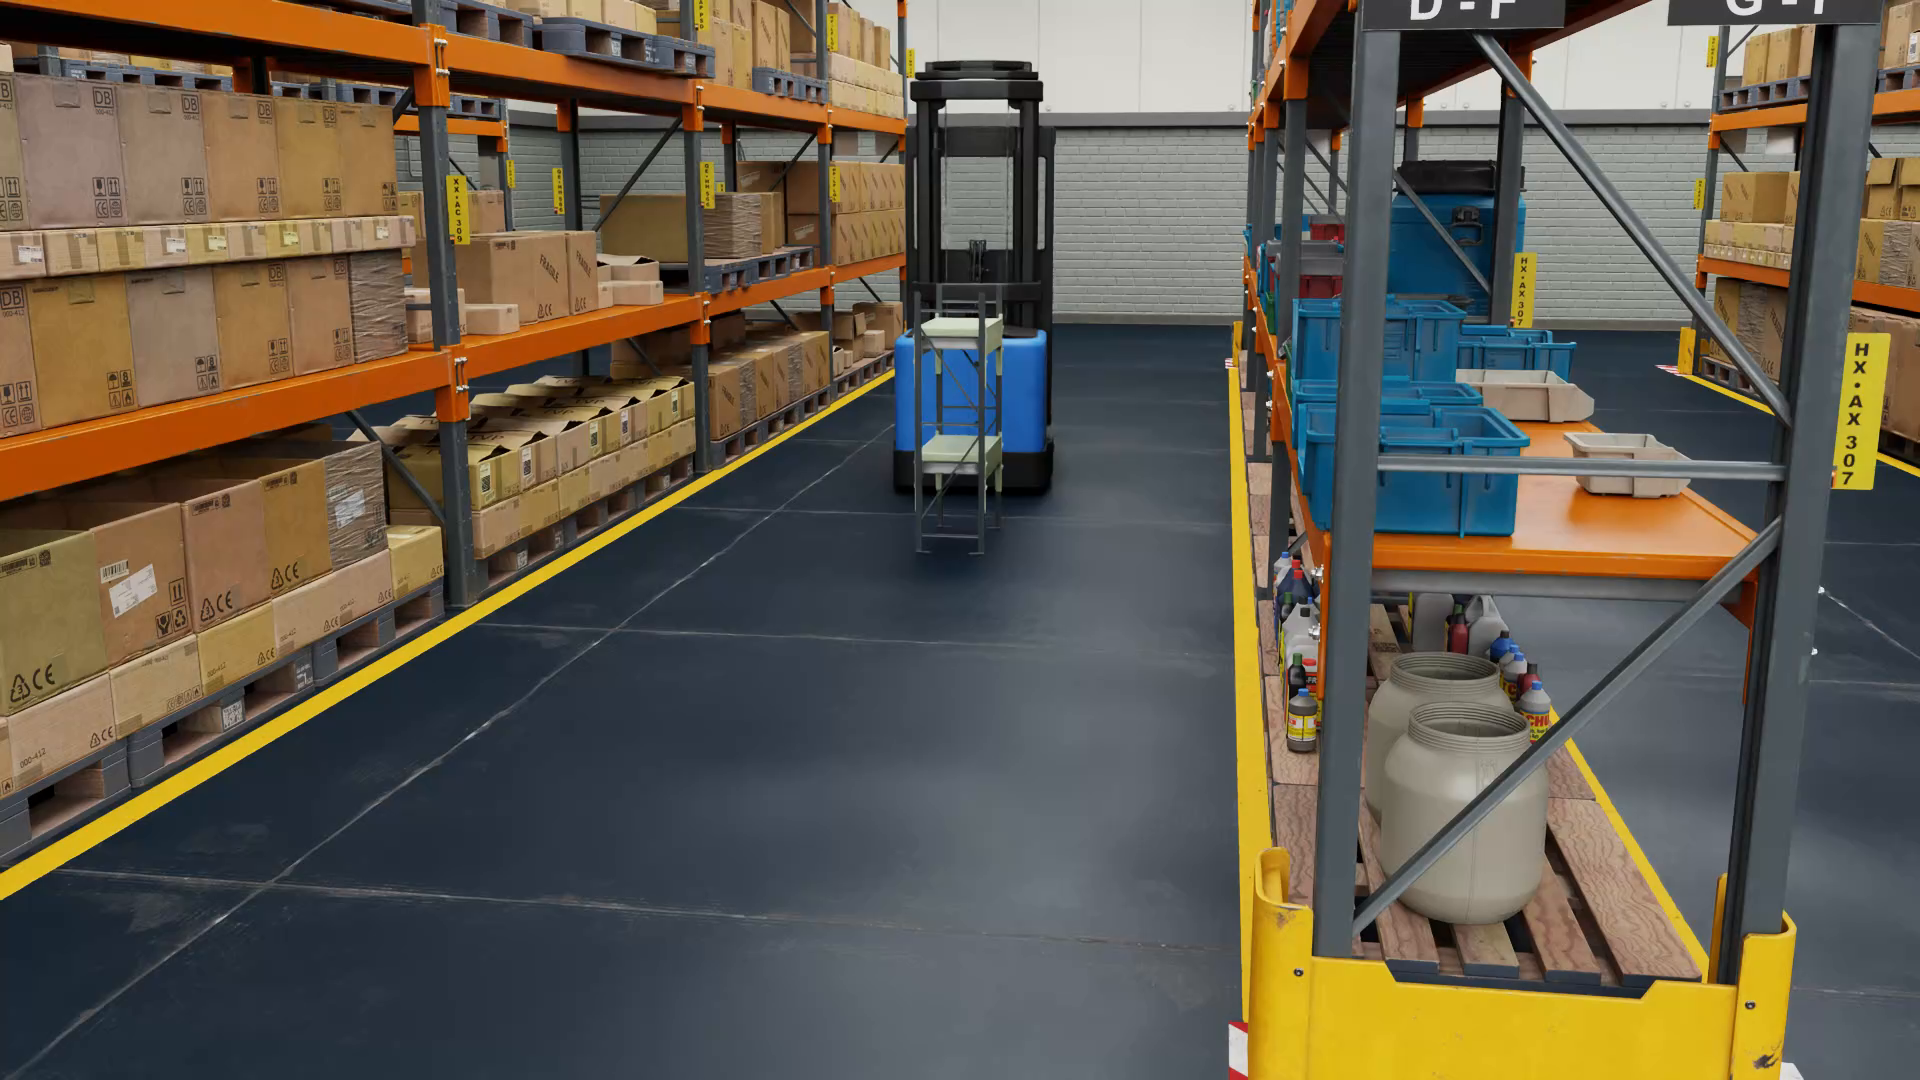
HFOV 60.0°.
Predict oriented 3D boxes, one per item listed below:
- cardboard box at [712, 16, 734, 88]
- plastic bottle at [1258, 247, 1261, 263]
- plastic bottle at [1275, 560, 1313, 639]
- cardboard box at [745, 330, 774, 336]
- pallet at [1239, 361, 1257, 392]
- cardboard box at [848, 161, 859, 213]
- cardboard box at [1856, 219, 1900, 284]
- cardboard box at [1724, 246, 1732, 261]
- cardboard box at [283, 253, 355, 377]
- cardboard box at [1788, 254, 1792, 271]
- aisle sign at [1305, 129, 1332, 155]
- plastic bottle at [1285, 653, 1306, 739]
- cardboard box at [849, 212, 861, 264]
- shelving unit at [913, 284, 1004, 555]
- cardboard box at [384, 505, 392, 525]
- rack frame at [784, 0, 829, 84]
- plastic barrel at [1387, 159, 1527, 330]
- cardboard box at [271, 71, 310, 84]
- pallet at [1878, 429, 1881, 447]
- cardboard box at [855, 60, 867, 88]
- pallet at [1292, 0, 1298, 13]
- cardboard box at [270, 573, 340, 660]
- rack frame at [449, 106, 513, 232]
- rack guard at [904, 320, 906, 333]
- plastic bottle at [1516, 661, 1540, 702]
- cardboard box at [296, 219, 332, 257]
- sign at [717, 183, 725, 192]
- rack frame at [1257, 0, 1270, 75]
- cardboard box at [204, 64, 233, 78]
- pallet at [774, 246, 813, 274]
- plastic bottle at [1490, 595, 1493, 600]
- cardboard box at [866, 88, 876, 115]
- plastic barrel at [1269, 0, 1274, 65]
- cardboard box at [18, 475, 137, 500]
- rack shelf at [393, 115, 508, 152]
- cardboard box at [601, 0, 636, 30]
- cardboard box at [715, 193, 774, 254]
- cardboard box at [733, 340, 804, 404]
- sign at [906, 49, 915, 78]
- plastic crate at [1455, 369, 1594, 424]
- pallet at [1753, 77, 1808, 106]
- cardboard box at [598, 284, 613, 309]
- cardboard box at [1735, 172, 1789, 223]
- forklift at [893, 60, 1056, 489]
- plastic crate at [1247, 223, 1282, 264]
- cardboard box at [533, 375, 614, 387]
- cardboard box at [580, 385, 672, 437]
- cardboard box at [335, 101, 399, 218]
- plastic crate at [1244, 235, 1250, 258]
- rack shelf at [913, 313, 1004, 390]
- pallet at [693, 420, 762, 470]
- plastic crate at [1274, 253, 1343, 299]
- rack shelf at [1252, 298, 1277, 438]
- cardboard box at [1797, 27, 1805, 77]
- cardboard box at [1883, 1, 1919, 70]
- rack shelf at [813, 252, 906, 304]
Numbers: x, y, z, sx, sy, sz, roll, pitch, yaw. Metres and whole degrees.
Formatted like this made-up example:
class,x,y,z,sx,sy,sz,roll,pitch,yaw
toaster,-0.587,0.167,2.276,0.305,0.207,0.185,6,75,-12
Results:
class,x,y,z,sx,sy,sz,roll,pitch,yaw
cardboard box,-2.235,-3.689,12.636,0.910,0.500,0.500,2,12,9
plastic bottle,2.547,-2.343,14.023,0.061,0.283,0.133,2,12,9
plastic bottle,1.397,0.252,6.947,0.144,0.351,0.185,2,12,10
cardboard box,-2.048,-1.709,15.693,0.500,0.500,0.500,1,12,6
pallet,3.421,-1.693,17.350,1.003,0.211,1.213,2,12,9
cardboard box,-1.303,-3.543,16.702,0.500,0.500,0.500,1,12,7
cardboard box,7.661,-2.344,13.511,0.500,0.500,0.500,2,12,9
cardboard box,8.174,-2.973,17.263,0.380,0.149,0.250,2,12,8
cardboard box,-3.100,-0.990,7.229,0.700,0.500,0.500,2,12,8
cardboard box,7.858,-2.545,15.281,0.380,0.149,0.250,2,12,8
aisle sign,4.077,-4.757,18.774,0.394,0.787,0.004,2,12,9
plastic bottle,1.165,0.542,5.763,0.061,0.283,0.133,2,12,10
cardboard box,-1.309,-3.062,16.843,0.500,0.500,0.500,2,12,10
shelving unit,-0.001,-0.732,9.829,0.431,1.500,0.755,2,12,9
cardboard box,-3.185,-0.100,8.869,0.500,0.250,0.500,2,12,8
rack frame,-1.732,-5.742,15.275,1.000,3.000,0.127,2,12,9
plastic barrel,2.290,-1.298,7.706,0.600,0.901,0.708,2,12,9
cardboard box,-6.754,-4.766,16.989,0.500,0.250,0.500,2,12,9
pallet,8.011,-0.961,13.951,1.003,0.211,1.213,2,12,9
cardboard box,-1.249,-4.747,16.951,0.500,0.250,0.500,2,12,9
pallet,1.917,-2.203,6.424,1.213,0.211,1.003,2,12,9
cardboard box,-2.967,0.307,6.978,0.500,0.250,0.500,2,12,9
rack frame,-6.013,-3.801,20.512,1.000,3.000,0.127,2,12,9
rack guard,-1.129,-2.404,19.961,1.175,0.500,0.348,2,12,9
plastic bottle,1.956,0.549,5.728,0.061,0.283,0.133,2,12,10
cardboard box,-2.910,-1.285,7.060,0.380,0.149,0.250,2,12,9
sign,-2.270,-3.248,15.890,0.100,0.325,0.005,2,12,9
rack frame,3.161,-5.580,14.527,1.000,3.000,0.127,2,12,9
cardboard box,-6.893,-4.401,14.894,0.700,0.500,0.500,2,12,8
pallet,-1.963,-2.552,15.172,1.003,0.211,1.213,2,12,9
plastic bottle,2.103,0.349,6.657,0.061,0.283,0.133,3,12,12
cardboard box,-1.180,-4.607,17.488,0.500,0.250,0.500,2,12,9
plastic barrel,2.205,-3.362,10.166,0.600,0.901,0.600,0,12,0
cardboard box,-3.572,0.027,6.496,0.500,0.500,0.500,2,12,9
rack shelf,-6.320,-4.500,18.340,1.077,0.370,4.000,2,12,9
cardboard box,-2.425,-3.369,10.743,0.500,0.250,0.500,2,12,10
cardboard box,-1.943,-2.693,14.136,0.700,0.500,0.500,-1,12,-6
cardboard box,-1.687,-1.483,14.644,0.500,0.500,0.500,2,12,9
sign,-0.572,-5.519,19.259,0.100,0.325,0.005,2,12,9
plastic crate,1.932,-0.507,5.853,0.530,0.136,0.437,2,12,9
pallet,8.382,-4.333,16.071,1.003,0.211,1.213,2,12,9
cardboard box,-2.488,-1.586,10.829,0.380,0.149,0.250,3,12,13
cardboard box,8.179,-3.455,16.776,0.500,0.500,0.500,2,12,7
forklift,0.161,-2.044,12.521,1.130,2.935,3.031,1,12,4
plastic crate,2.896,-2.777,15.656,0.392,0.384,0.575,2,12,9
cardboard box,-2.718,-1.012,11.768,0.500,0.311,0.500,2,12,11
cardboard box,-2.258,-0.886,11.184,0.500,0.311,0.500,2,12,8
cardboard box,-3.025,-1.734,7.603,0.700,0.500,0.500,2,12,9
plastic crate,3.165,-3.050,17.283,0.416,0.233,0.300,2,12,9
rack shelf,-0.001,-1.113,9.747,0.431,0.370,0.720,2,12,9
pallet,-2.195,-0.767,13.053,1.003,0.211,1.213,2,12,9
plastic crate,1.703,-1.124,7.938,0.402,0.464,0.583,2,12,9
rack shelf,2.239,-1.047,9.439,1.077,0.370,4.000,2,12,9
cardboard box,8.424,-4.637,15.800,0.700,0.500,0.500,2,12,11
cardboard box,7.976,-4.087,13.481,0.700,0.500,0.500,2,12,10
rack shelf,-1.425,-2.874,17.915,1.077,0.370,4.000,2,12,9
